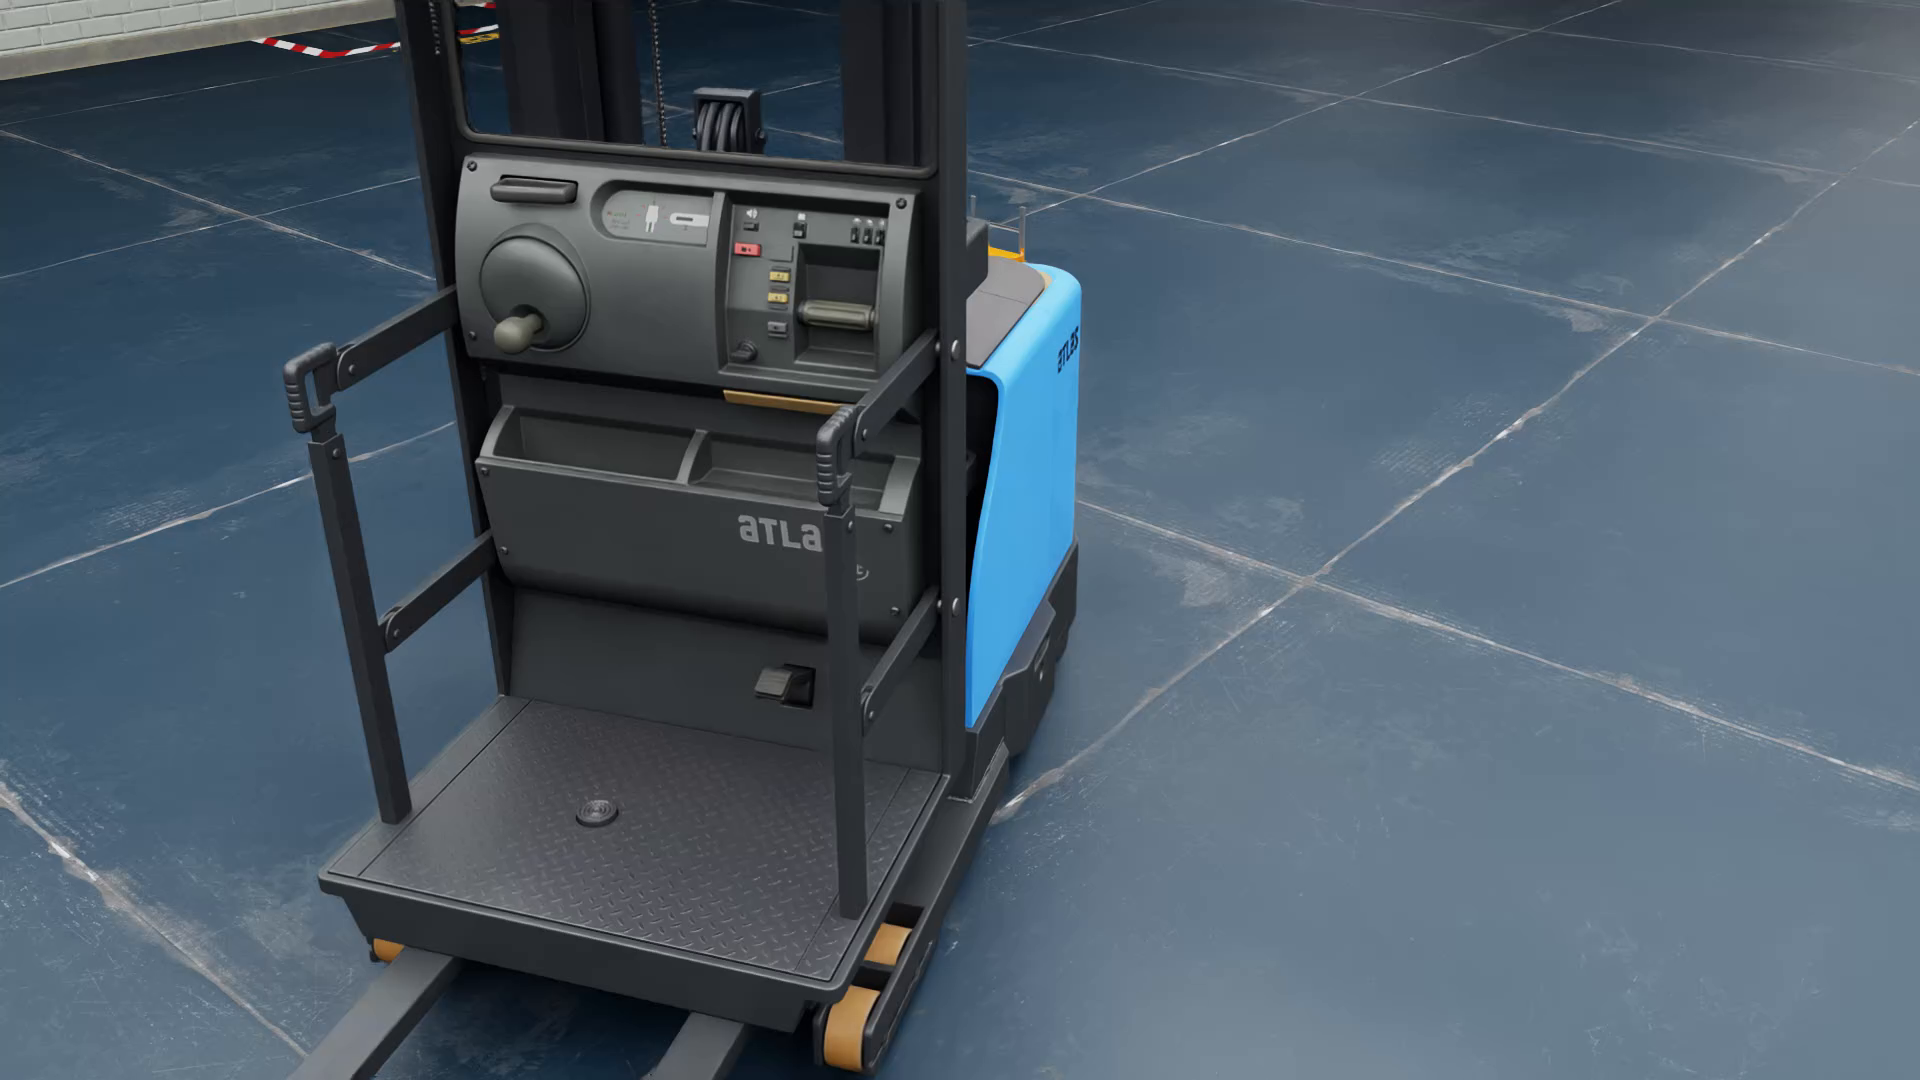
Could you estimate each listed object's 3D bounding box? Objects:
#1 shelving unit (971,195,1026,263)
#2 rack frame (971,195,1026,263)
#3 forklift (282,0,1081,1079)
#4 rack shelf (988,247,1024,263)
[{"bbox_3d":[0.034,-0.485,5.045,0.215,1.050,0.252,21,34,34],"label":"shelving unit"},{"bbox_3d":[0.112,-0.529,5.129,0.200,1.050,0.008,21,34,34],"label":"rack frame"},{"bbox_3d":[-0.595,-0.470,2.969,1.130,2.935,3.031,8,28,15],"label":"forklift"},{"bbox_3d":[0.034,-0.728,4.920,0.215,0.259,0.240,21,34,34],"label":"rack shelf"}]
